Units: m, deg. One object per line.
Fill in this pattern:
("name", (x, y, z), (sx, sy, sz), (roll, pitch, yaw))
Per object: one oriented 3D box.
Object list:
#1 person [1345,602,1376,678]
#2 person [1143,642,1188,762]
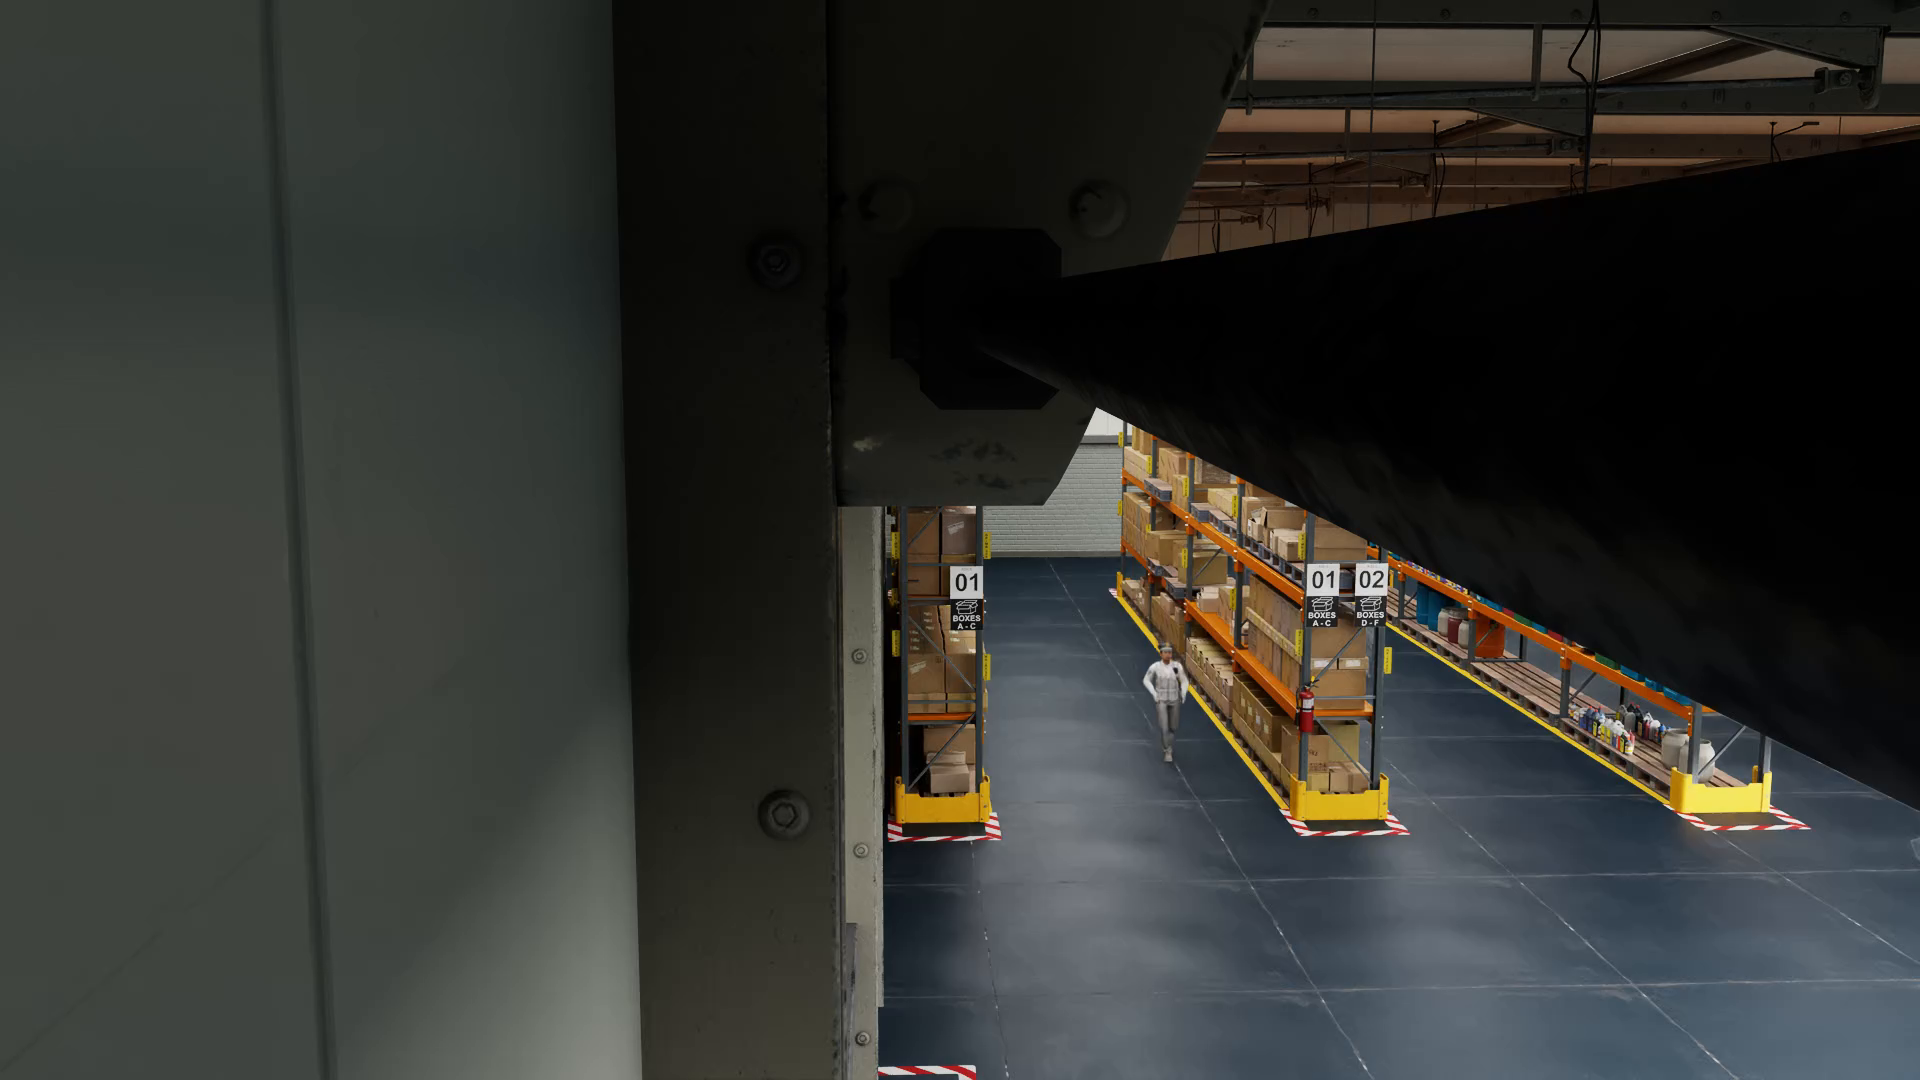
("person", (6.906, 1.469, 28.502), (0.688, 1.752, 0.727), (-2, 8, -13))
("person", (2.892, 2.242, 23.376), (0.645, 1.657, 0.698), (0, 8, 1))
